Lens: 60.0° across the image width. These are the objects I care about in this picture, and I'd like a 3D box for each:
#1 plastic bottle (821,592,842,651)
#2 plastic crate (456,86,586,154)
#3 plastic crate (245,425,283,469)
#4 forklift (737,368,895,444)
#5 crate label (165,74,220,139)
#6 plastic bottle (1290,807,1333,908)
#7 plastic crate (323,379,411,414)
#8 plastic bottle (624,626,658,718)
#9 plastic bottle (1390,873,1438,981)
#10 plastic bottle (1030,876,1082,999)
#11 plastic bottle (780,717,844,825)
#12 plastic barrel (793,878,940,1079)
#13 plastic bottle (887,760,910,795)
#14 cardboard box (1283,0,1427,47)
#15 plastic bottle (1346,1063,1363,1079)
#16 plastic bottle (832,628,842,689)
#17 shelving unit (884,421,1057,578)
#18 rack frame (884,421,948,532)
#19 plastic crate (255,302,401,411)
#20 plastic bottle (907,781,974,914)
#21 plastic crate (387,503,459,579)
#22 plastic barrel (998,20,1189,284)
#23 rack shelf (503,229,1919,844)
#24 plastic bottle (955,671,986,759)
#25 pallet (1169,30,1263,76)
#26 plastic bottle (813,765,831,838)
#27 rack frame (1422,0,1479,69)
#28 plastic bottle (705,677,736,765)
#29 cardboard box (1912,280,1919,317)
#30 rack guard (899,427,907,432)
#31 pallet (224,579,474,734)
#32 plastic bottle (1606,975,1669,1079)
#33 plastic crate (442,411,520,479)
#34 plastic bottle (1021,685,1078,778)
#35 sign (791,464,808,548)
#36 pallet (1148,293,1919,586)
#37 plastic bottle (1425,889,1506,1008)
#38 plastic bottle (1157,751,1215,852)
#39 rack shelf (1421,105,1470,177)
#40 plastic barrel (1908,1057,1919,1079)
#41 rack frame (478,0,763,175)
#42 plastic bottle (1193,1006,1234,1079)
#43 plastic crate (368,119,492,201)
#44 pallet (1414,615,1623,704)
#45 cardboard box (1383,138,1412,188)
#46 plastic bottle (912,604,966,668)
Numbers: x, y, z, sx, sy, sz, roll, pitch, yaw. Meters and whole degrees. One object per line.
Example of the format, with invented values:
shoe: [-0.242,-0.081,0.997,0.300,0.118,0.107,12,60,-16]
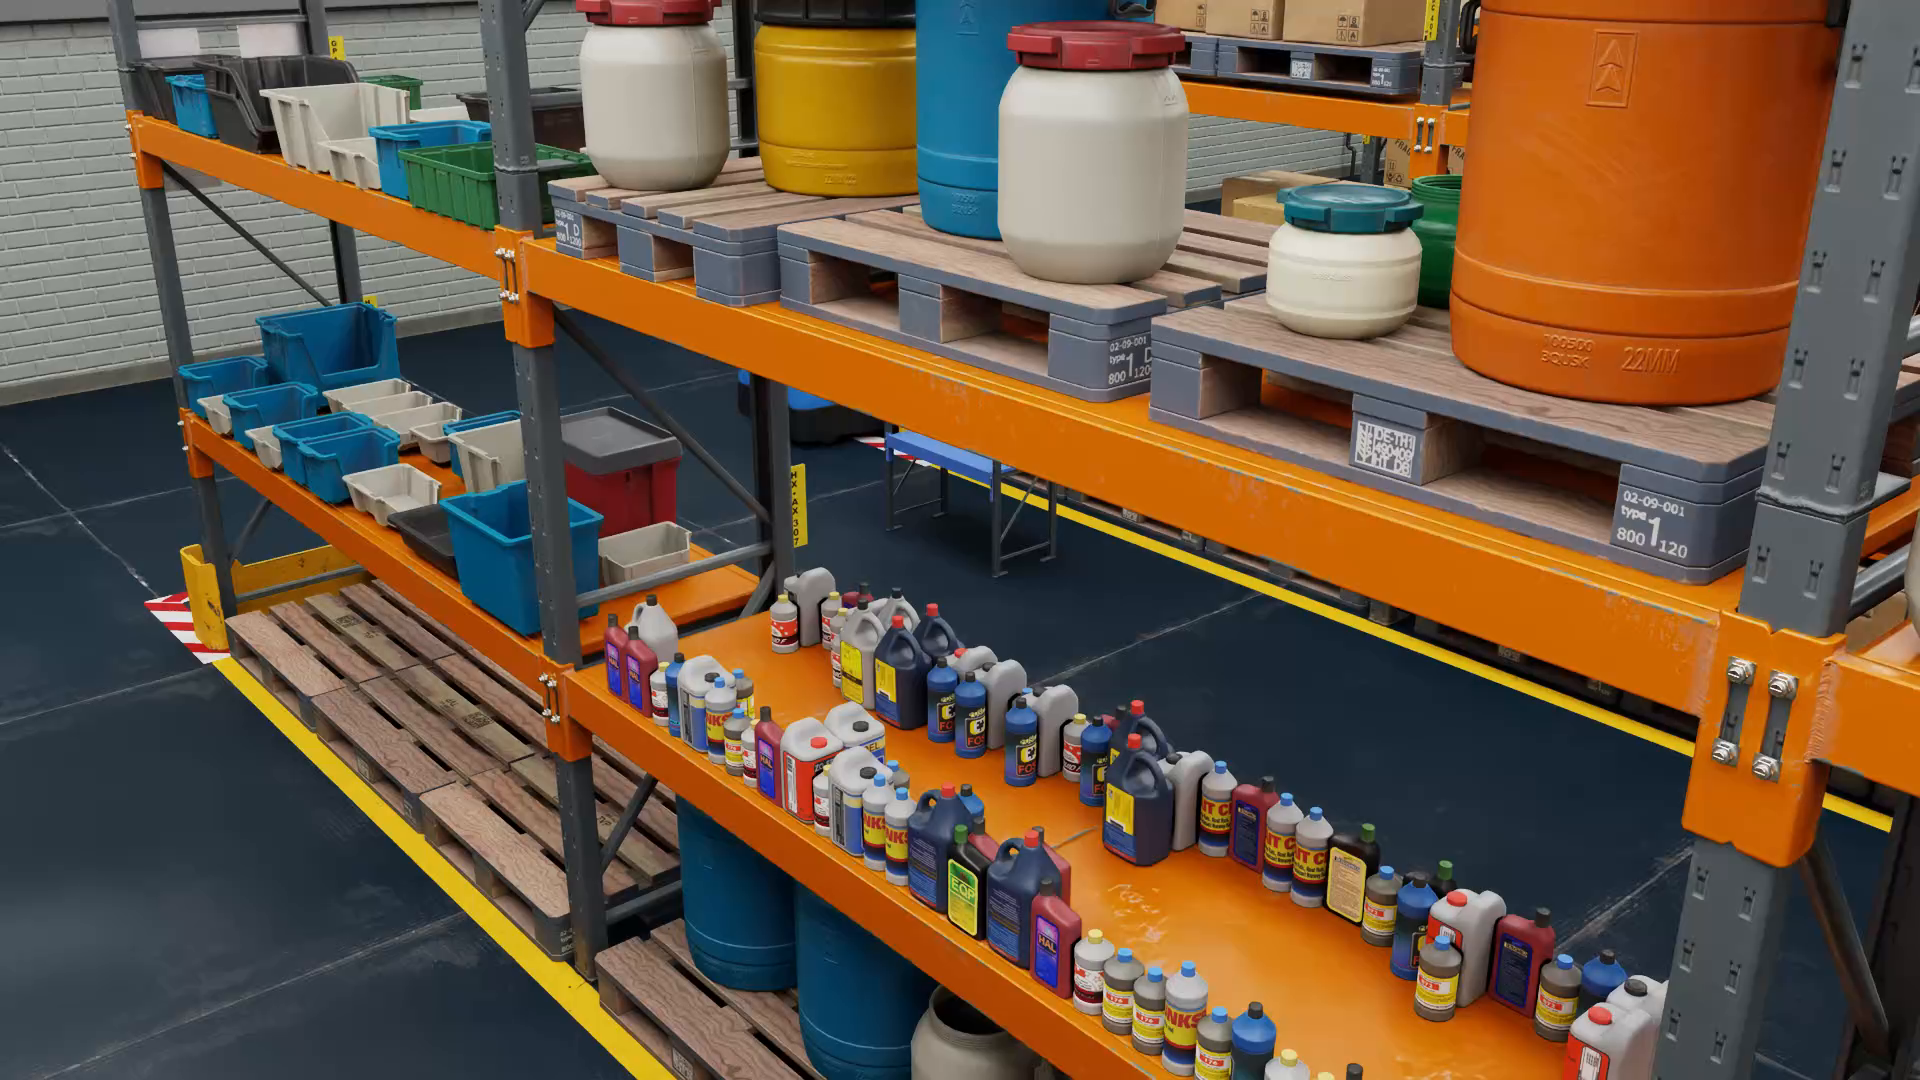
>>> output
plastic bottle: [-0.445,0.284,5.919,0.097,0.201,0.097,0,21,0]
plastic crate: [-1.647,-1.611,6.549,0.497,0.269,0.590,-17,27,-37]
plastic crate: [-3.153,-0.434,7.759,0.250,0.136,0.298,-17,27,-37]
forklift: [-0.206,-2.466,12.760,3.031,2.935,1.130,-14,25,-32]
crate label: [-3.297,-1.967,7.484,0.408,0.251,0.502,-17,27,-37]
plastic bottle: [0.935,0.835,4.415,0.097,0.271,0.097,0,21,0]
plastic crate: [-2.985,-0.694,8.423,0.396,0.136,0.243,-17,27,-37]
plastic bottle: [-1.040,0.428,5.439,0.061,0.283,0.133,-17,27,-37]
plastic bottle: [1.127,0.950,4.121,0.097,0.271,0.097,0,21,0]
plastic bottle: [0.234,0.967,4.062,0.061,0.283,0.133,-17,27,-37]
plastic bottle: [-0.426,0.666,4.841,0.152,0.276,0.135,-17,27,-37]
plastic barrel: [-0.239,1.265,5.442,0.600,0.901,0.708,-17,27,-37]
plastic bottle: [-0.192,0.730,4.780,0.097,0.201,0.097,0,21,0]
cardboard box: [2.152,-2.933,8.895,0.700,0.500,0.500,-19,29,-40]
plastic bottle: [0.830,1.219,3.418,0.061,0.283,0.133,-17,27,-37]
plastic bottle: [-0.385,0.394,5.638,0.097,0.201,0.097,0,21,0]
shelving unit: [0.056,-0.675,10.150,0.538,1.500,1.048,-17,27,-37]
rack frame: [-0.276,-0.815,10.509,0.500,1.500,0.032,-17,27,-37]
plastic crate: [-3.295,-0.968,8.711,0.616,0.435,0.499,-17,27,-37]
plastic bottle: [-0.046,0.794,4.411,0.144,0.351,0.185,-17,27,-37]
plastic crate: [-1.978,-0.011,6.695,0.437,0.125,0.590,-17,27,-37]
plastic barrel: [0.296,-0.871,3.719,0.433,0.535,0.433,0,21,0]
rack shelf: [0.262,-0.375,4.203,1.077,0.370,4.000,-17,27,-37]
plastic bottle: [0.032,0.538,5.174,0.097,0.271,0.097,0,21,0]
pallet: [1.390,-2.966,9.953,1.003,0.211,1.213,-17,27,-37]
plastic bottle: [-0.371,0.739,4.756,0.097,0.201,0.097,0,21,0]
rack frame: [2.709,-3.839,7.946,1.000,3.000,0.127,-17,27,-37]
plastic bottle: [-0.736,0.552,5.138,0.097,0.271,0.097,0,21,0]
cardboard box: [3.989,-1.024,7.473,0.797,0.503,0.637,-16,27,-36]
rack guard: [0.082,-0.993,12.334,1.175,0.500,0.348,-17,27,-37]
pallet: [-3.146,0.564,8.754,1.003,0.211,1.213,-17,27,-37]
plastic bottle: [1.530,1.100,3.732,0.152,0.276,0.135,-17,27,-37]
plastic crate: [-2.120,-0.415,7.578,0.416,0.233,0.300,-17,27,-37]
plastic bottle: [0.265,0.565,5.099,0.152,0.276,0.135,-17,27,-37]
sign: [-0.626,-0.126,6.312,0.100,0.325,0.005,-17,27,-37]
pallet: [1.142,-0.305,3.294,1.003,0.211,1.213,-17,27,-37]
plastic bottle: [1.228,0.972,4.059,0.152,0.276,0.135,-17,27,-37]
plastic bottle: [0.625,0.717,4.711,0.152,0.276,0.135,-17,27,-37]
rack shelf: [4.014,-1.555,7.213,1.077,0.370,4.000,-17,27,-37]
plastic barrel: [2.100,1.232,3.040,0.600,0.536,0.708,-17,27,-37]
rack frame: [-1.044,-2.660,4.936,1.000,3.000,0.127,-17,27,-37]
plastic bottle: [0.577,1.140,3.732,0.097,0.201,0.097,0,21,0]
plastic crate: [-1.880,-1.361,5.961,0.416,0.233,0.300,-17,27,-37]
pallet: [3.269,0.448,9.050,1.003,0.211,1.213,-17,27,-37]
cardboard box: [4.005,-3.299,14.248,0.500,0.500,0.500,-16,26,-35]
plastic bottle: [-0.075,0.384,5.459,0.144,0.351,0.185,-17,27,-37]
